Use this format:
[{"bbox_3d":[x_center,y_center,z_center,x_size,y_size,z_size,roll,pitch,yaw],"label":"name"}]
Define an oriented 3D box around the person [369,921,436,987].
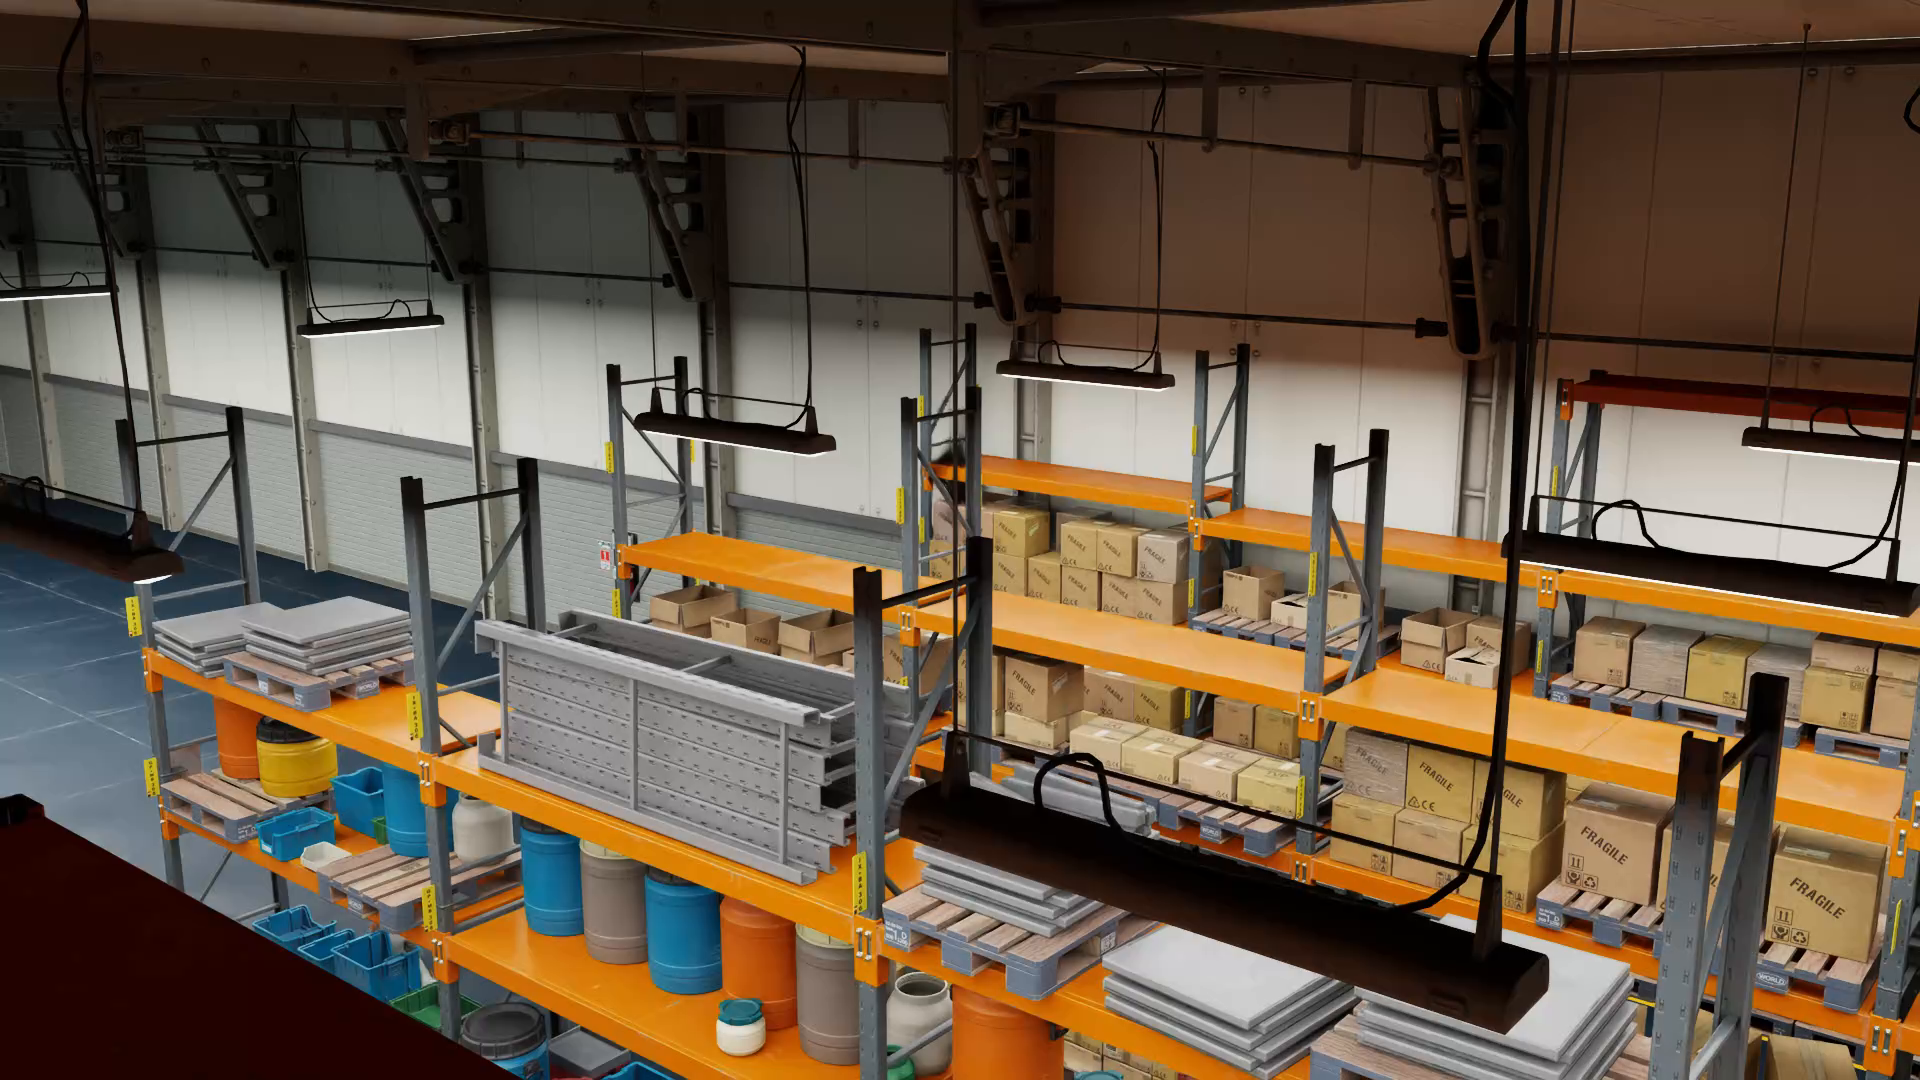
[{"bbox_3d":[-5.226,3.767,15.733,0.523,1.648,0.592,12,17,43],"label":"person"}]
